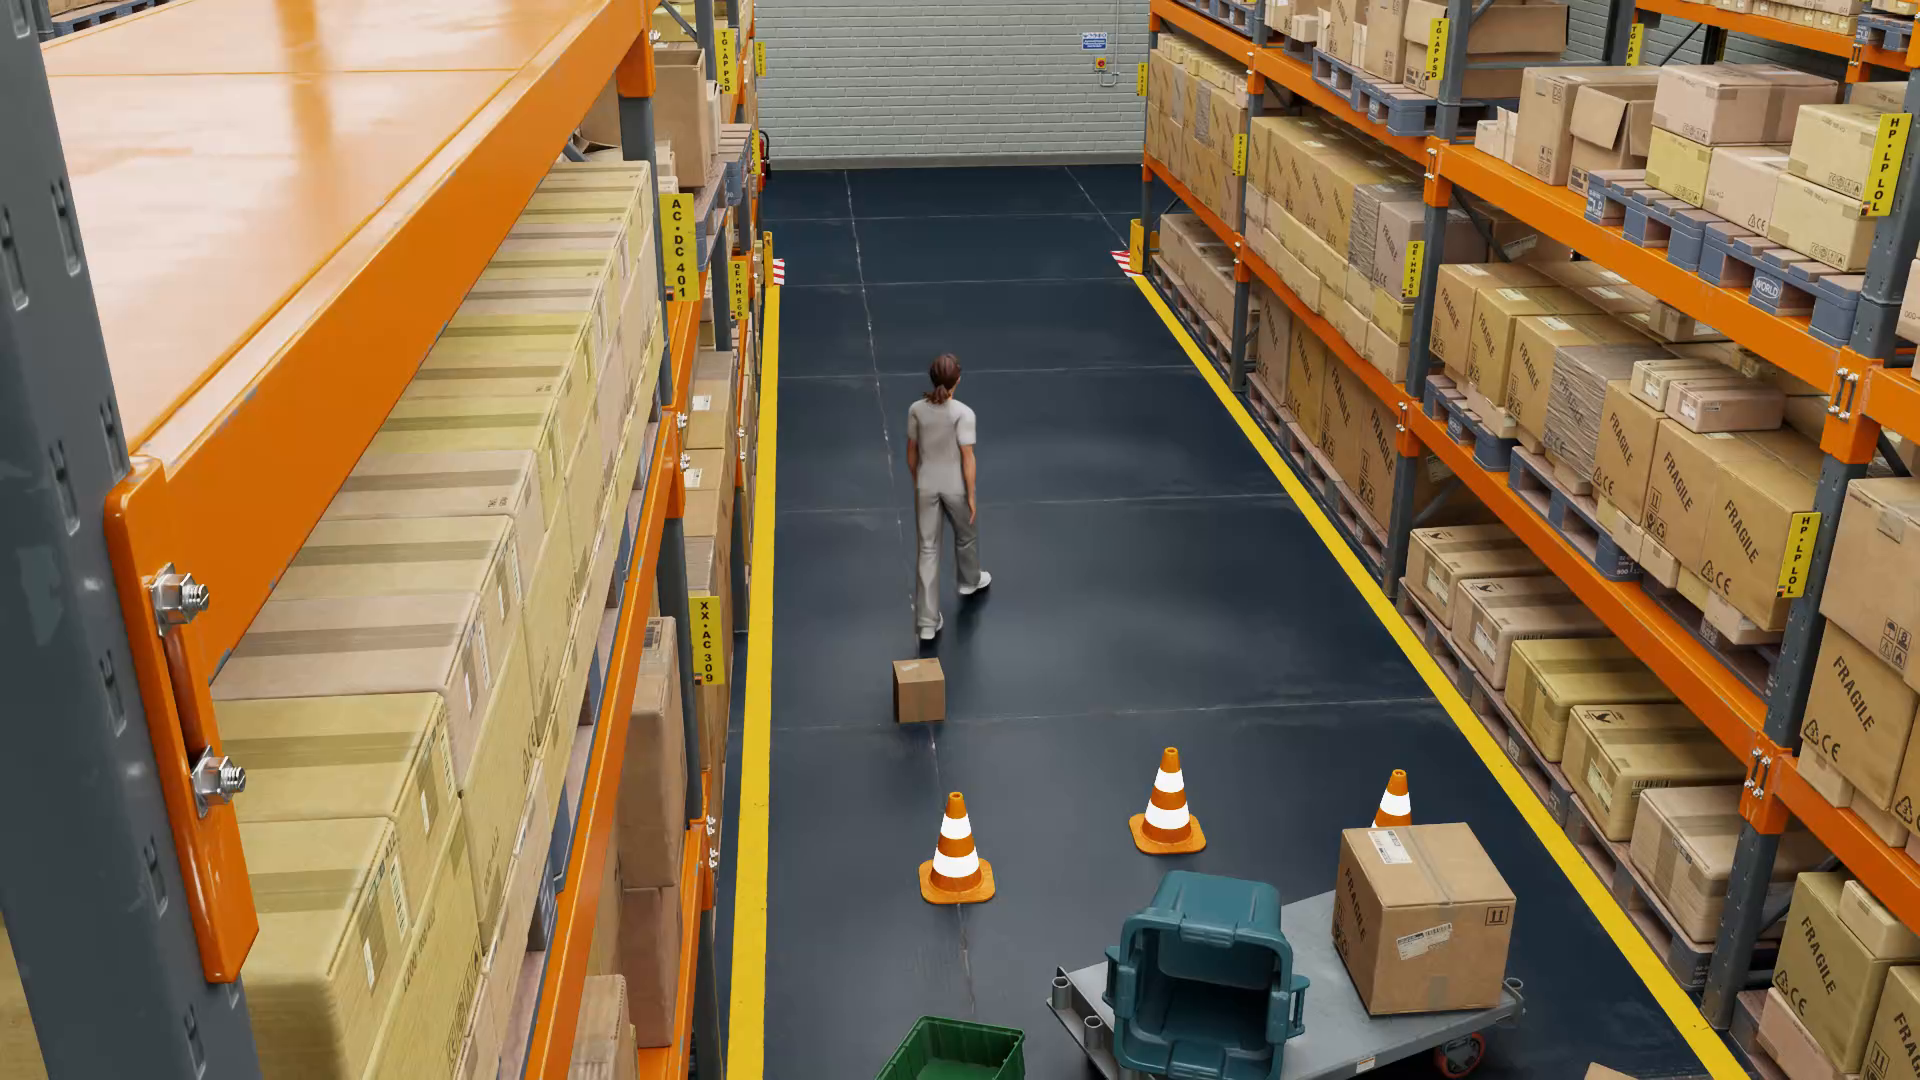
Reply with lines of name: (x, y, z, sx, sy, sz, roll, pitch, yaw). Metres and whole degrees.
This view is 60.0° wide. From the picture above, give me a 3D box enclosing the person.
person: (-0.091, -0.320, 9.813, 0.469, 1.607, 0.963, 6, 24, 13)
